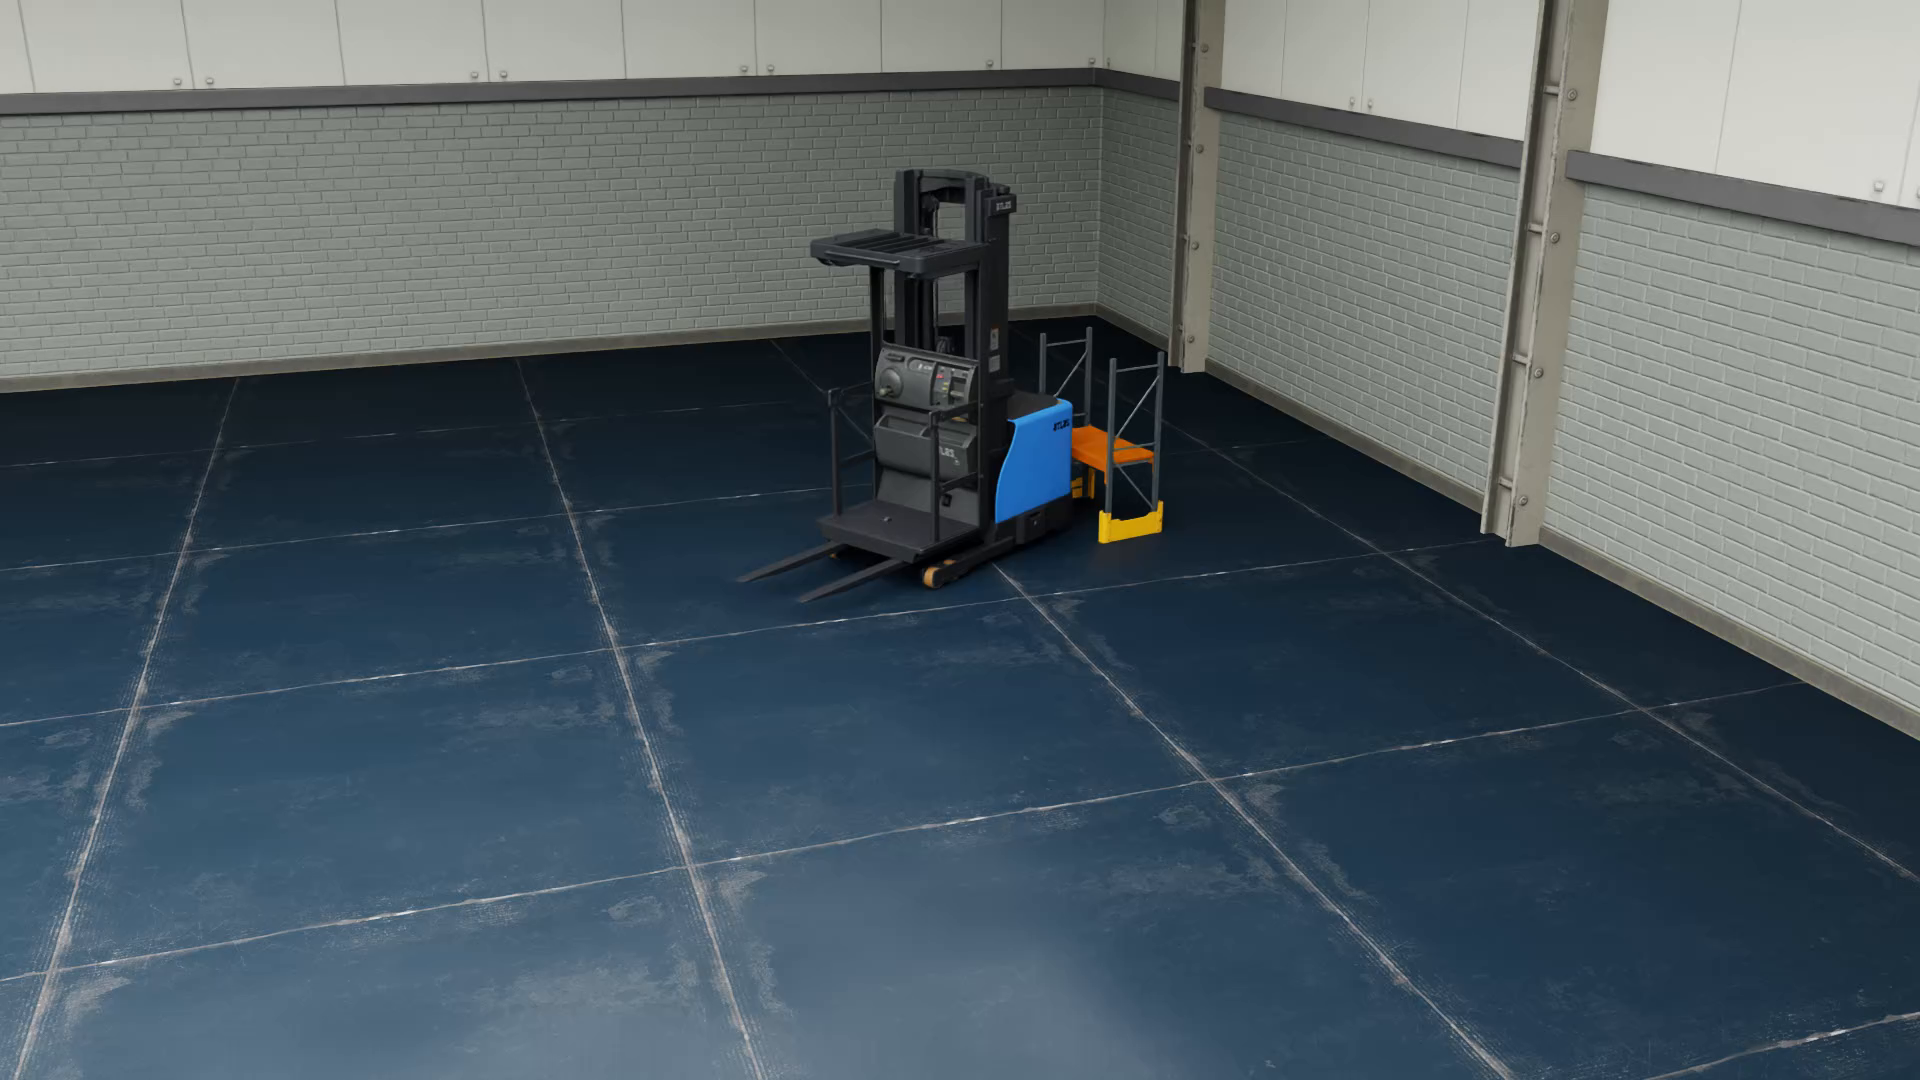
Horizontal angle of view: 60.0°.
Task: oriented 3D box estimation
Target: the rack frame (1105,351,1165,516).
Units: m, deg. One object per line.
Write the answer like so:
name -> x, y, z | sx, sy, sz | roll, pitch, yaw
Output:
rack frame -> 1.388, -0.741, 13.260 | 0.500, 1.500, 0.032 | -11, 22, -27

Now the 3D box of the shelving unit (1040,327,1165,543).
shelving unit -> 1.144, -0.888, 13.670 | 0.587, 1.500, 1.083 | -11, 22, -27

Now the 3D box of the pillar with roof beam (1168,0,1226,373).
pillar with roof beam -> -1.512, -5.726, 16.045 | 9.100, 9.000, 0.400 | -6, 21, -17

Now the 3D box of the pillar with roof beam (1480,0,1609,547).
pillar with roof beam -> 0.374, -3.800, 10.684 | 9.100, 9.000, 0.400 | -6, 21, -17

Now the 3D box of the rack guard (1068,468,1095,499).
rack guard -> 0.901, -0.446, 14.290 | 0.587, 0.250, 0.087 | -11, 22, -27

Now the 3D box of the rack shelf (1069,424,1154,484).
rack shelf -> 1.140, -0.721, 13.738 | 0.538, 0.185, 1.000 | -11, 22, -27

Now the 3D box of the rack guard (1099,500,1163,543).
rack guard -> 1.388, -0.153, 13.472 | 0.587, 0.250, 0.087 | -11, 22, -27

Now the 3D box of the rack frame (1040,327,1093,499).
rack frame -> 0.891, -1.040, 14.094 | 0.500, 1.500, 0.032 | -11, 22, -27

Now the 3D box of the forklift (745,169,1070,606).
forklift -> -0.373, -1.198, 12.417 | 1.130, 2.935, 3.031 | 14, 24, 34
